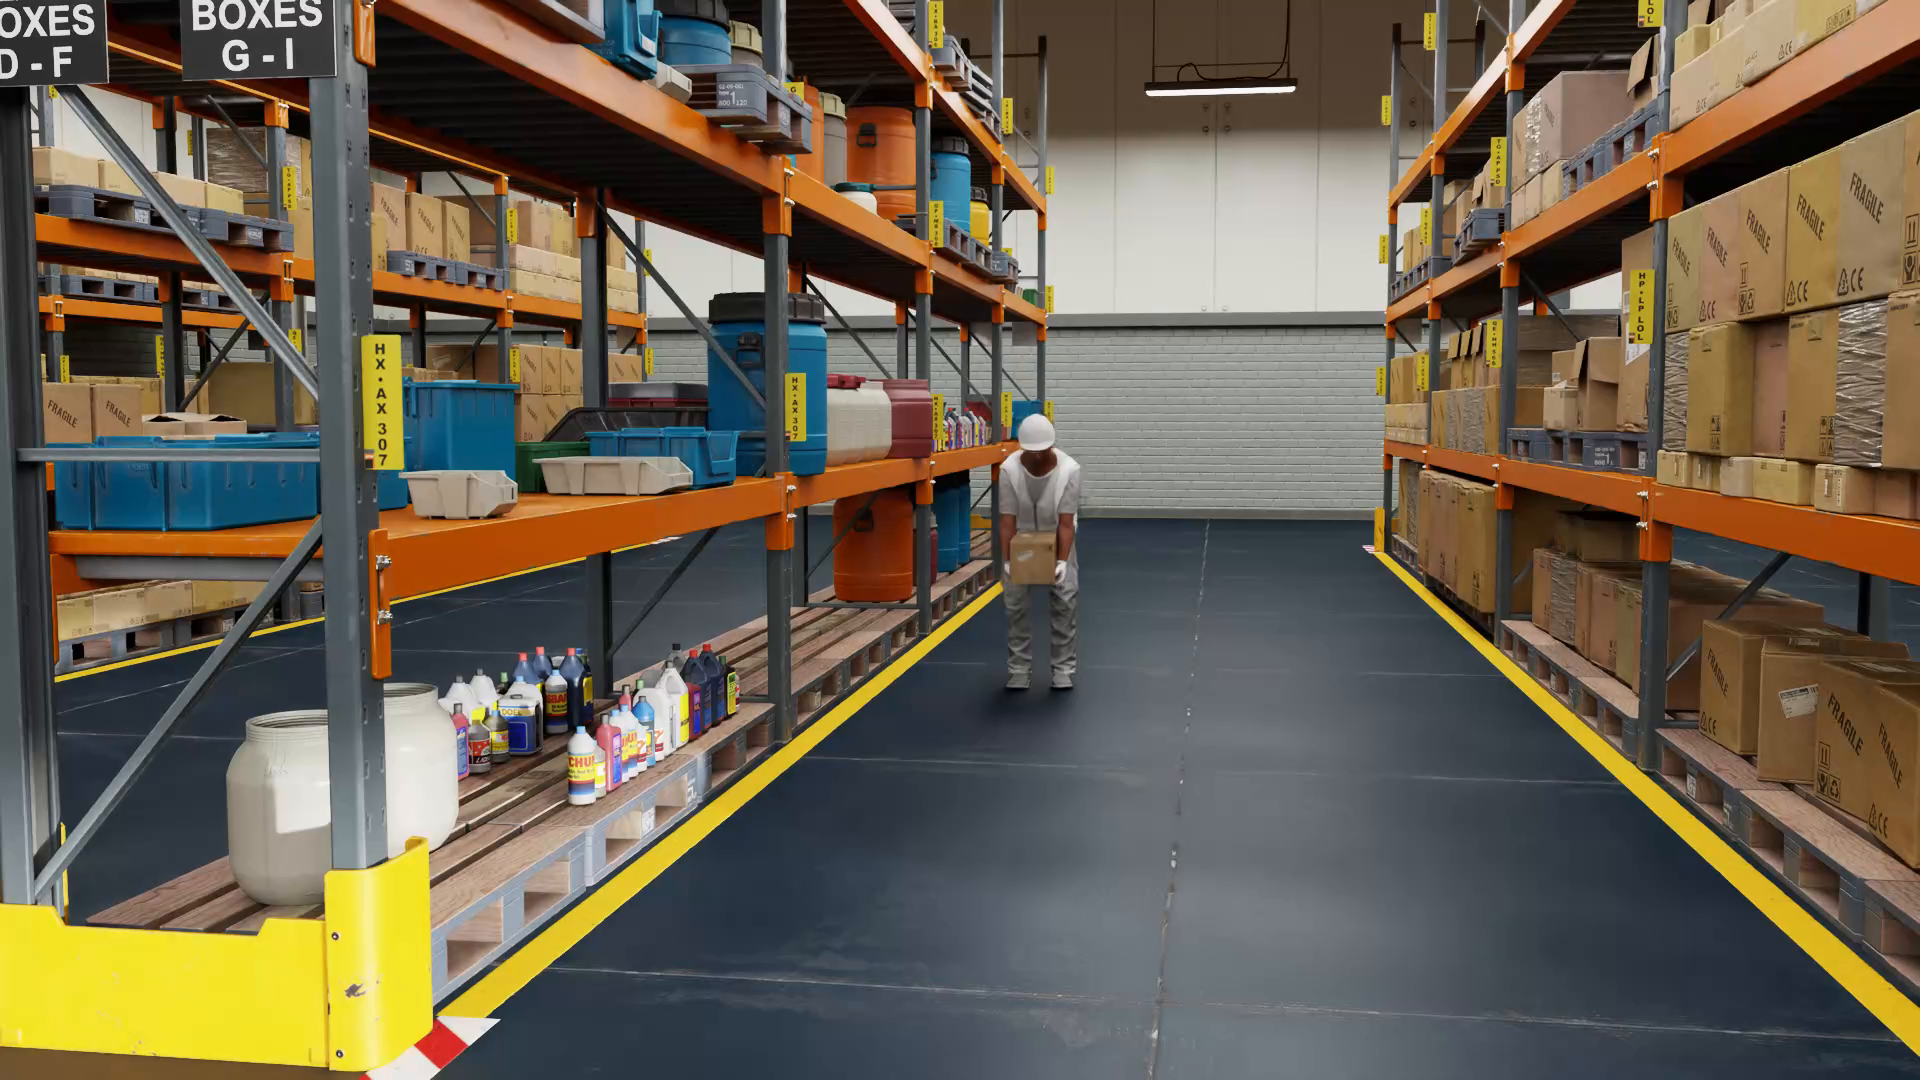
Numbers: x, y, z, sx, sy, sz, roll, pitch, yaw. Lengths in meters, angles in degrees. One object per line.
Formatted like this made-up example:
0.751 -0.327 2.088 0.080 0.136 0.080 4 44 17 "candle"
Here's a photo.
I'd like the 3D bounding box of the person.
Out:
0.461 0.075 9.627 0.471 1.605 0.774 1 4 7 "person"
